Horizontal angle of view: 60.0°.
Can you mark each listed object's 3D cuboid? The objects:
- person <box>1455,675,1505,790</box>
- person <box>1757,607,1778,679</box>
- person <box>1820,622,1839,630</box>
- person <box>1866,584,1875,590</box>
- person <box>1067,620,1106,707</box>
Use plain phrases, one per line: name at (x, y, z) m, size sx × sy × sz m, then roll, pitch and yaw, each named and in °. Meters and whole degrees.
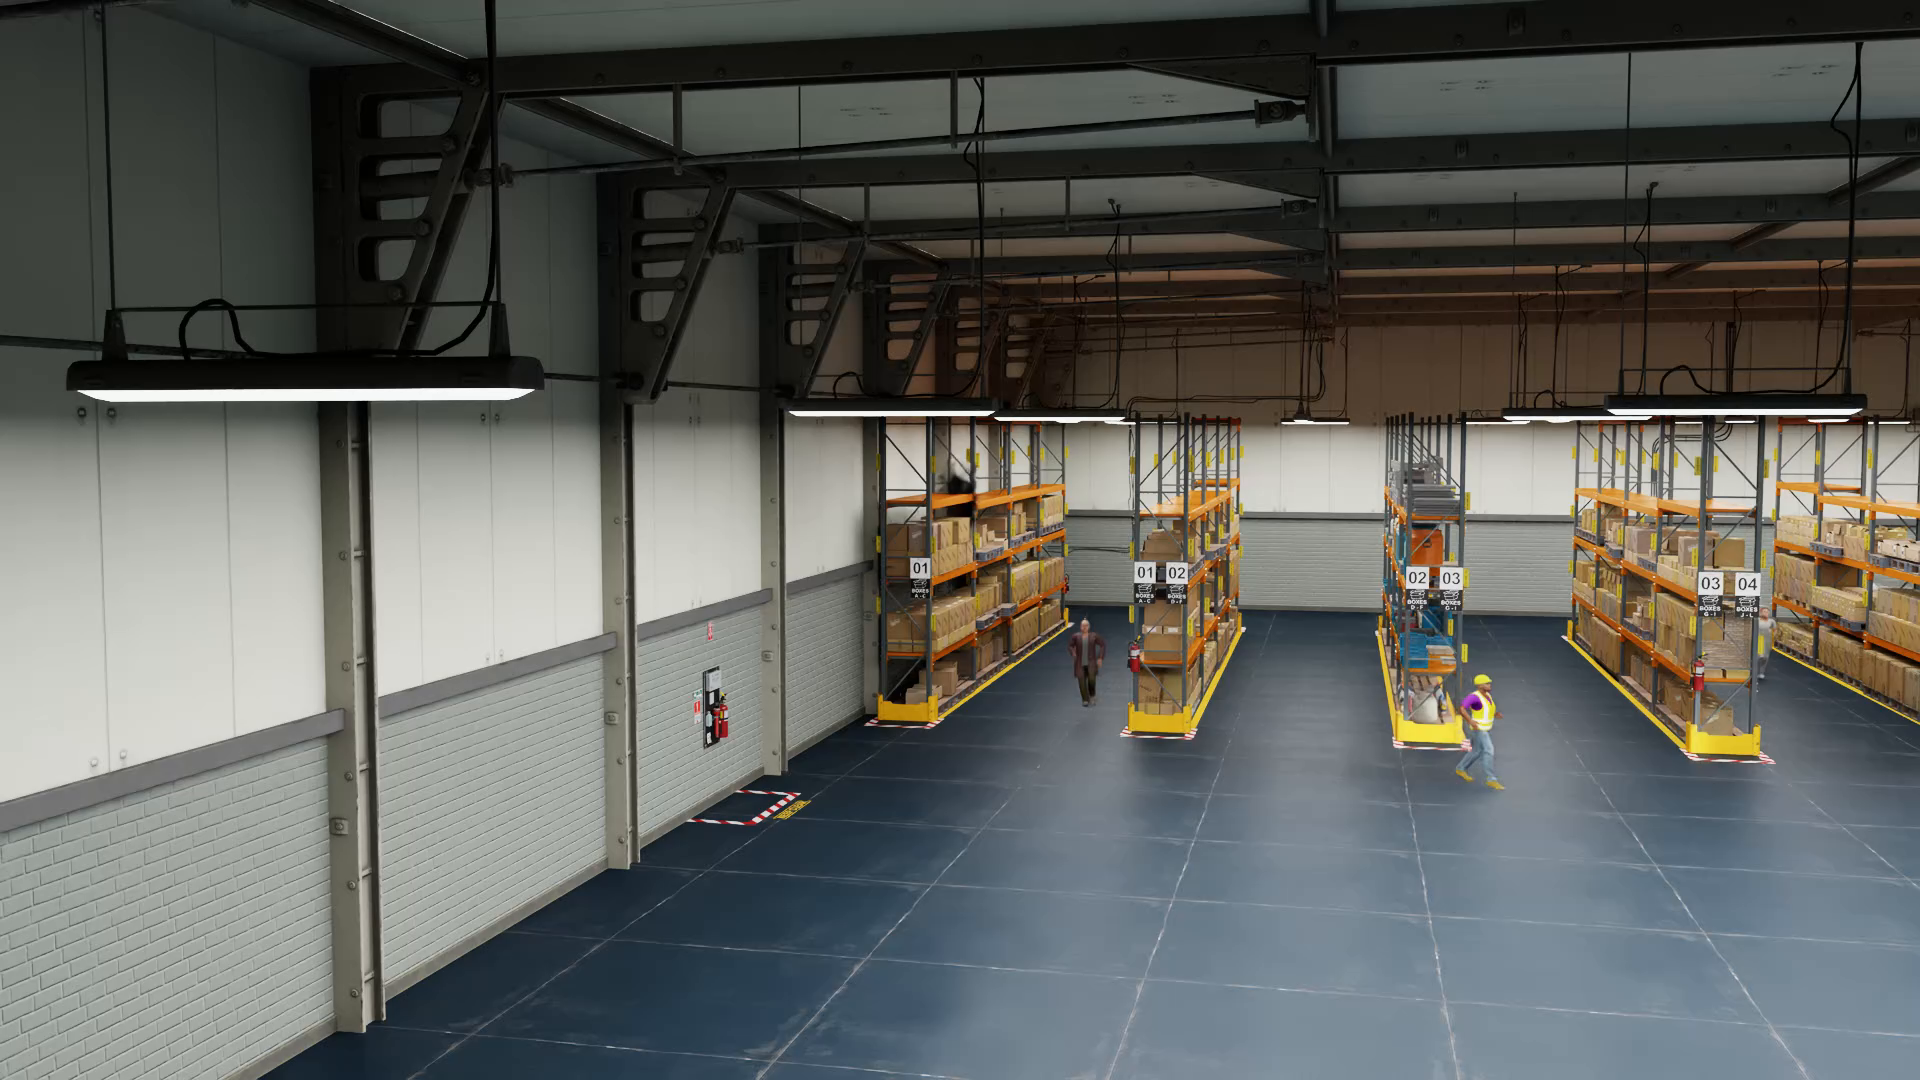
person at (8.281, 3.028, 26.432) m, size 0.849 × 1.792 × 0.701 m, roll 3°, pitch 5°, yaw 35°
person at (18.257, 2.337, 37.741) m, size 0.569 × 1.647 × 0.642 m, roll 1°, pitch 4°, yaw 8°
person at (23.509, 1.796, 45.033) m, size 0.910 × 1.683 × 0.610 m, roll 0°, pitch 4°, yaw -2°
person at (23.212, 1.969, 42.431) m, size 0.635 × 1.807 × 0.753 m, roll 0°, pitch 4°, yaw 5°
person at (2.440, 2.415, 32.294) m, size 0.738 × 1.722 × 0.699 m, roll 1°, pitch 4°, yaw 10°
